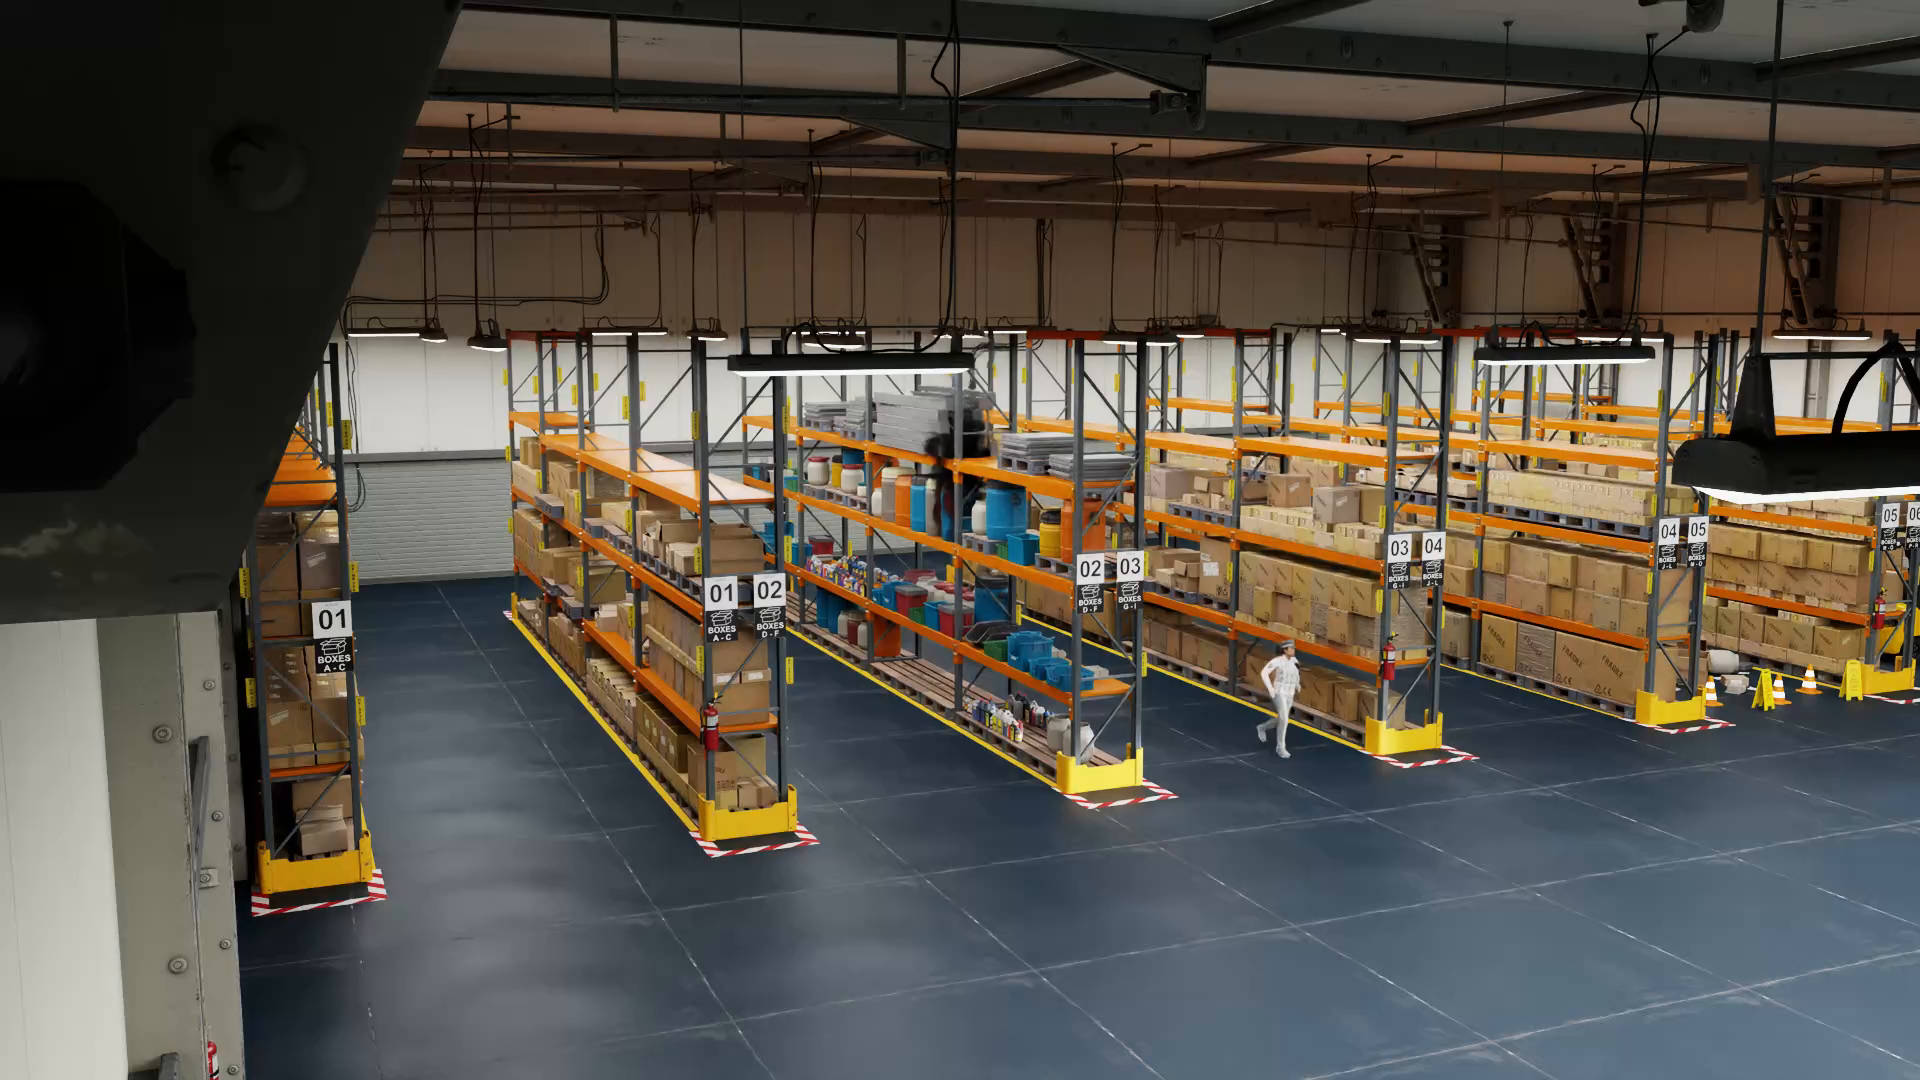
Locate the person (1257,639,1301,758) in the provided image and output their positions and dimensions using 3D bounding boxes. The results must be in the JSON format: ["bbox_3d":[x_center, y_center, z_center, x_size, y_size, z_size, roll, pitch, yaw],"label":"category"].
[{"bbox_3d":[4.671,2.252,24.151,0.654,1.673,0.812,-5,9,-32],"label":"person"}]

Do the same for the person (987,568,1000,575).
[{"bbox_3d":[0.635,1.321,30.580,0.604,1.699,0.914,-5,9,-32],"label":"person"}]
